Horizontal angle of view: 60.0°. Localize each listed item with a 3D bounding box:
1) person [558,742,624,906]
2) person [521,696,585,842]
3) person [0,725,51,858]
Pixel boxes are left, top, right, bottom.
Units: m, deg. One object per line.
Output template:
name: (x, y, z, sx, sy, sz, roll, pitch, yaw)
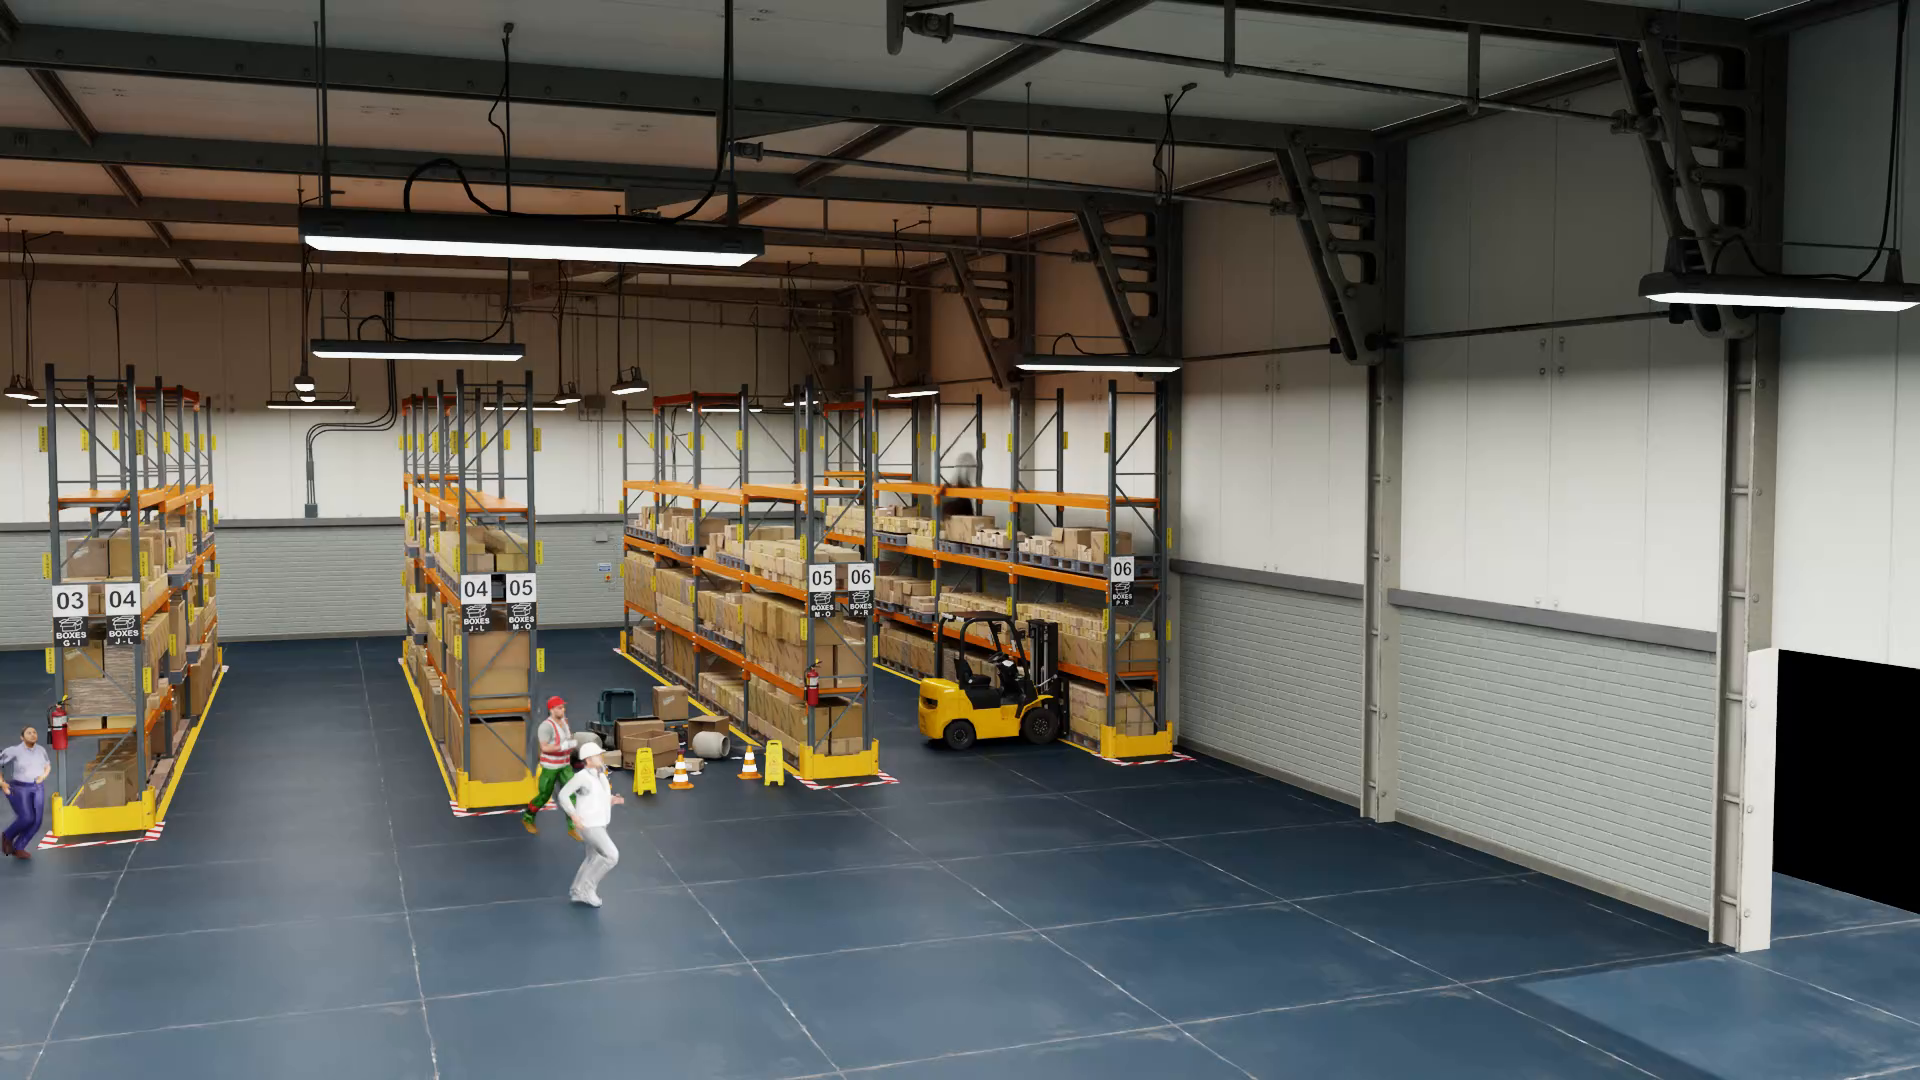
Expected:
person: (-3.933, 3.065, 17.958, 0.642, 1.751, 0.644, 1, 3, 9)
person: (-5.102, 2.854, 20.892, 0.964, 1.800, 0.659, 2, 4, 27)
person: (-11.234, 3.037, 20.055, 0.506, 1.568, 0.620, 2, 4, 25)
